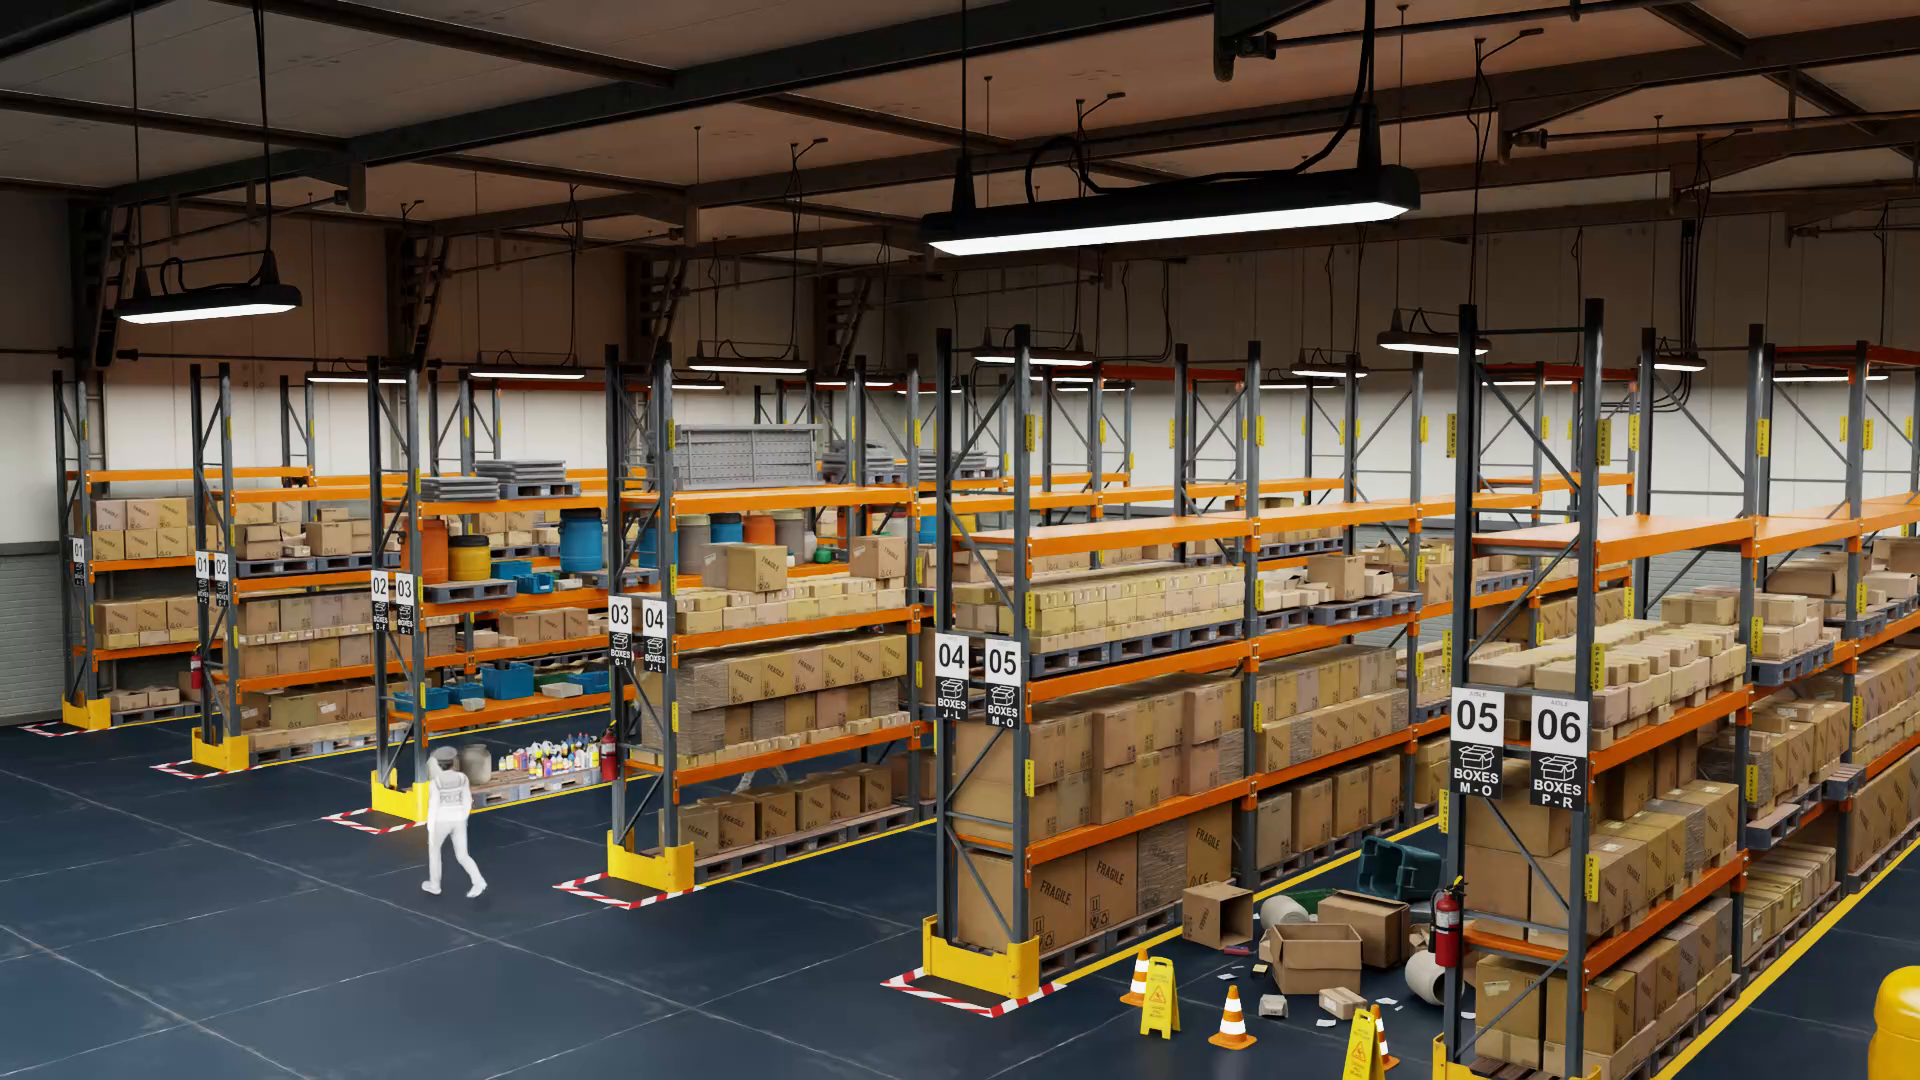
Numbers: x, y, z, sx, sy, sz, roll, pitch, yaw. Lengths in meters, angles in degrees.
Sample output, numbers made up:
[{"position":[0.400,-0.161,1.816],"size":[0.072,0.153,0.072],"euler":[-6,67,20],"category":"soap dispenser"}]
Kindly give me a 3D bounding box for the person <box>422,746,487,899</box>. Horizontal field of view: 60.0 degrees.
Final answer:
[{"position":[-5.488,3.049,17.922],"size":[0.559,1.627,1.015],"euler":[-4,6,-44],"category":"person"}]

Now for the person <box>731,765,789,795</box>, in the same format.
[{"position":[-2.764,2.654,22.360],"size":[1.035,1.727,0.577],"euler":[-1,4,-16],"category":"person"}]

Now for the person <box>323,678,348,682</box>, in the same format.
[{"position":[-10.986,2.168,29.192],"size":[0.600,1.729,1.105],"euler":[1,4,11],"category":"person"}]

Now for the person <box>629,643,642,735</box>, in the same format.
[{"position":[-5.317,2.340,27.267],"size":[0.681,1.742,0.707],"euler":[2,4,23],"category":"person"}]
